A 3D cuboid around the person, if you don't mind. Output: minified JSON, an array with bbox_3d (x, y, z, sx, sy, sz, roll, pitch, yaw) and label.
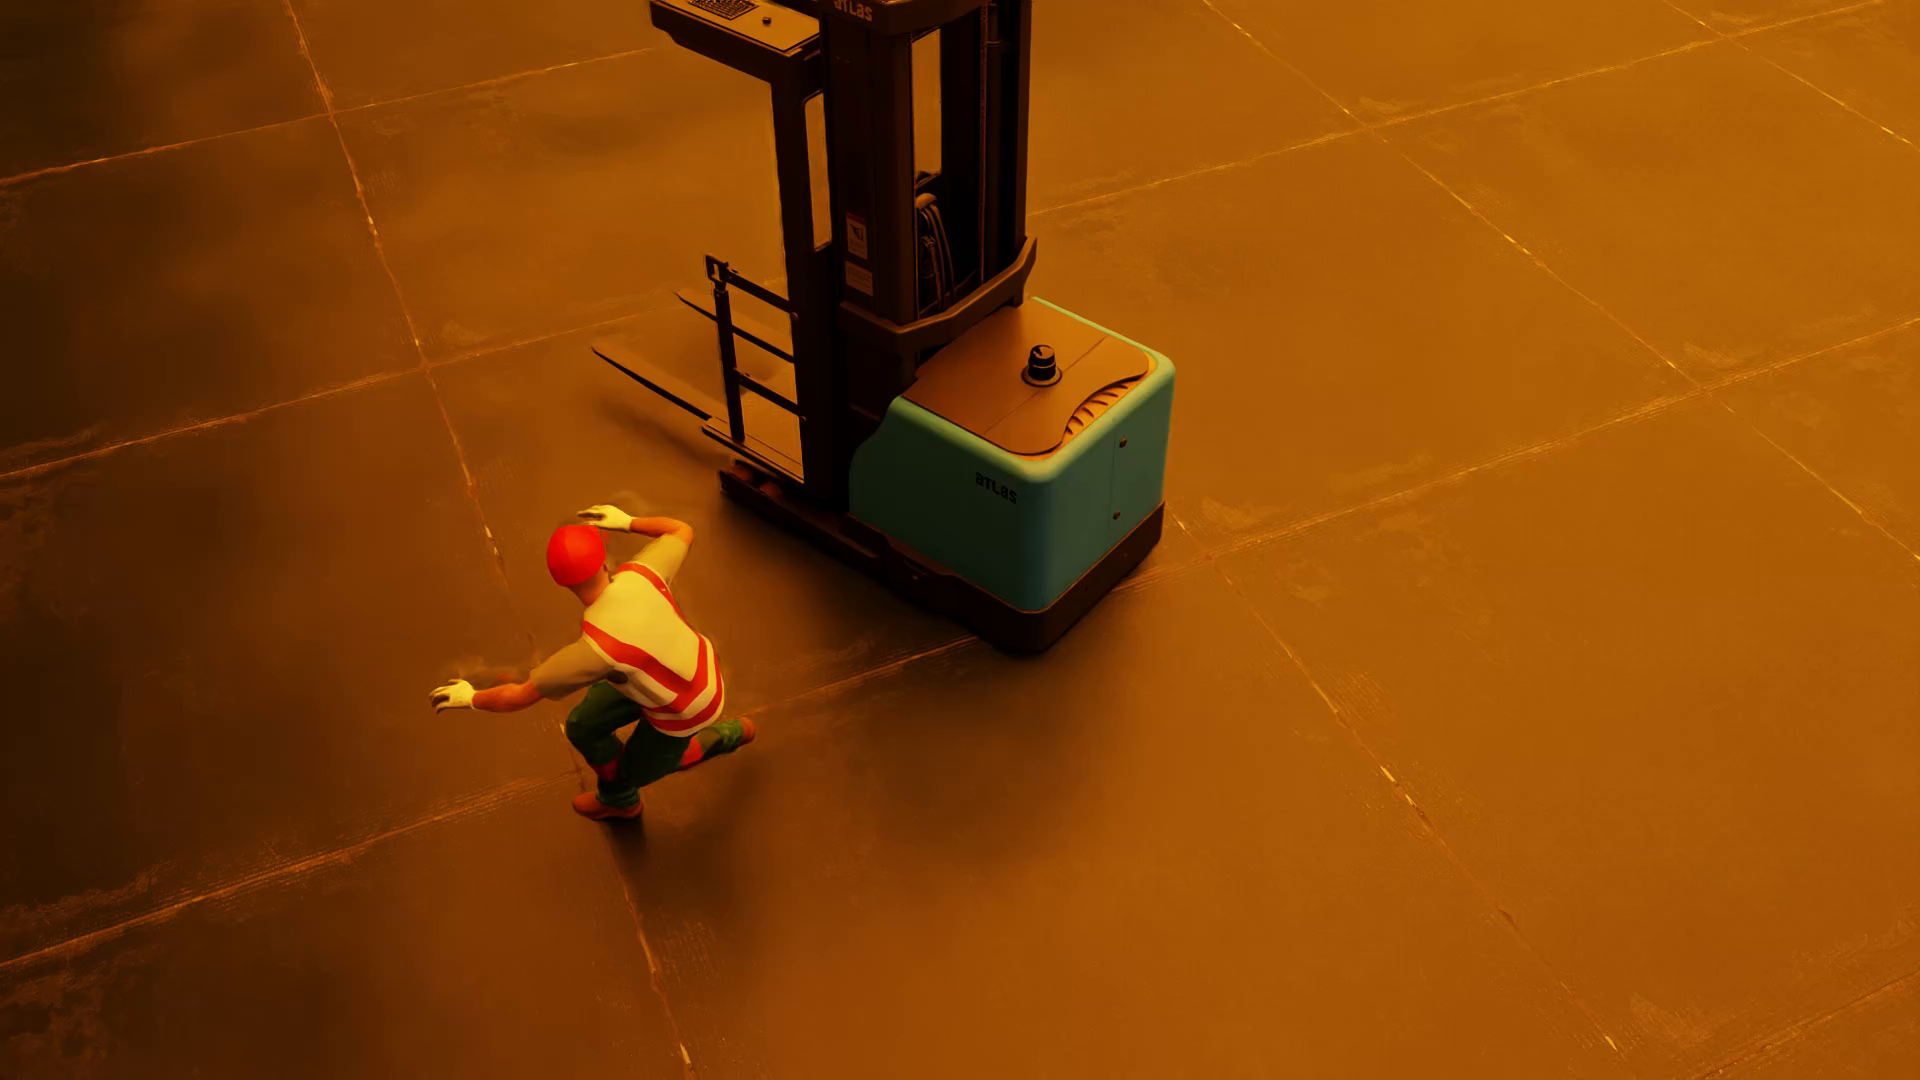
[{"bbox_3d":[-1.375,0.467,6.248,1.130,1.496,0.845,-5,43,-6],"label":"person"}]

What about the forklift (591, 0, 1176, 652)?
[{"bbox_3d":[-0.524,-1.434,7.217,3.031,2.935,1.130,29,50,28],"label":"forklift"}]
